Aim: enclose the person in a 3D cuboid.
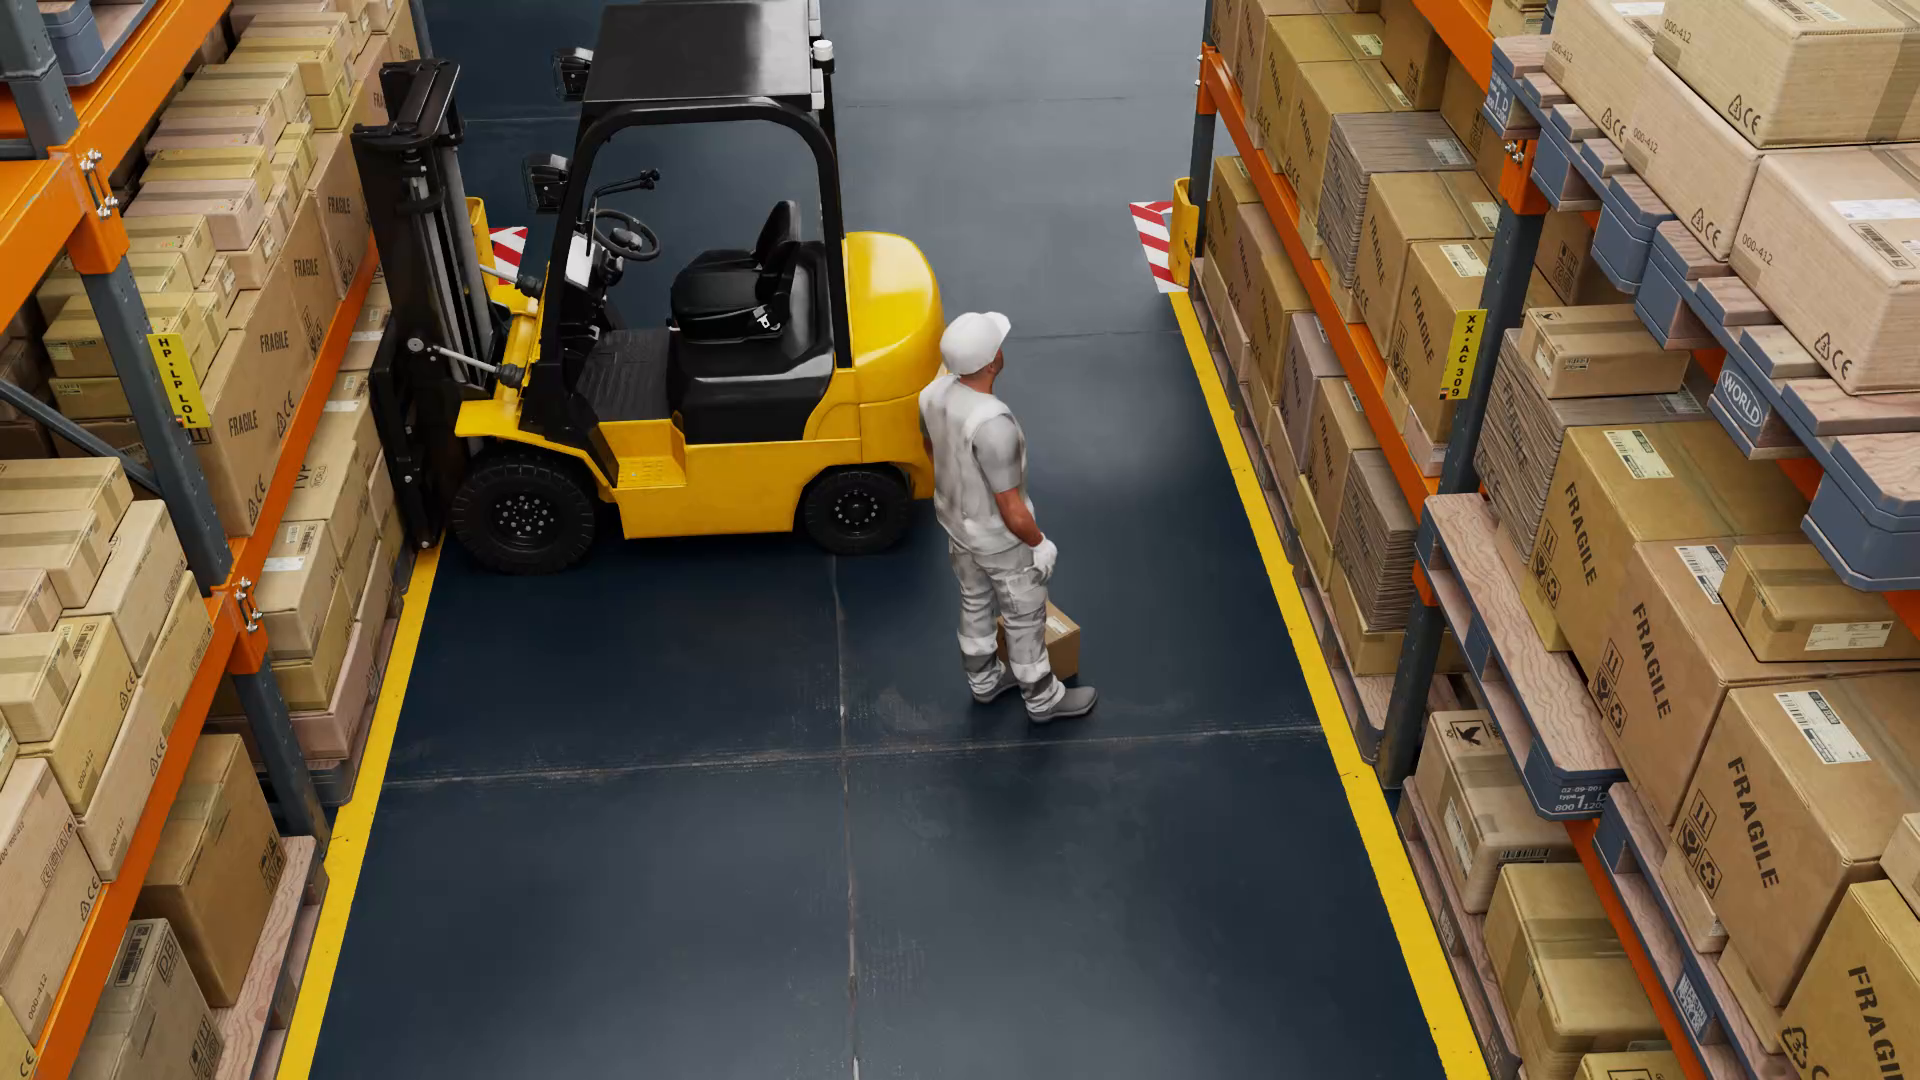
[{"bbox_3d":[0.175,-0.086,6.228,0.564,1.787,0.635,-23,44,-26],"label":"person"}]
